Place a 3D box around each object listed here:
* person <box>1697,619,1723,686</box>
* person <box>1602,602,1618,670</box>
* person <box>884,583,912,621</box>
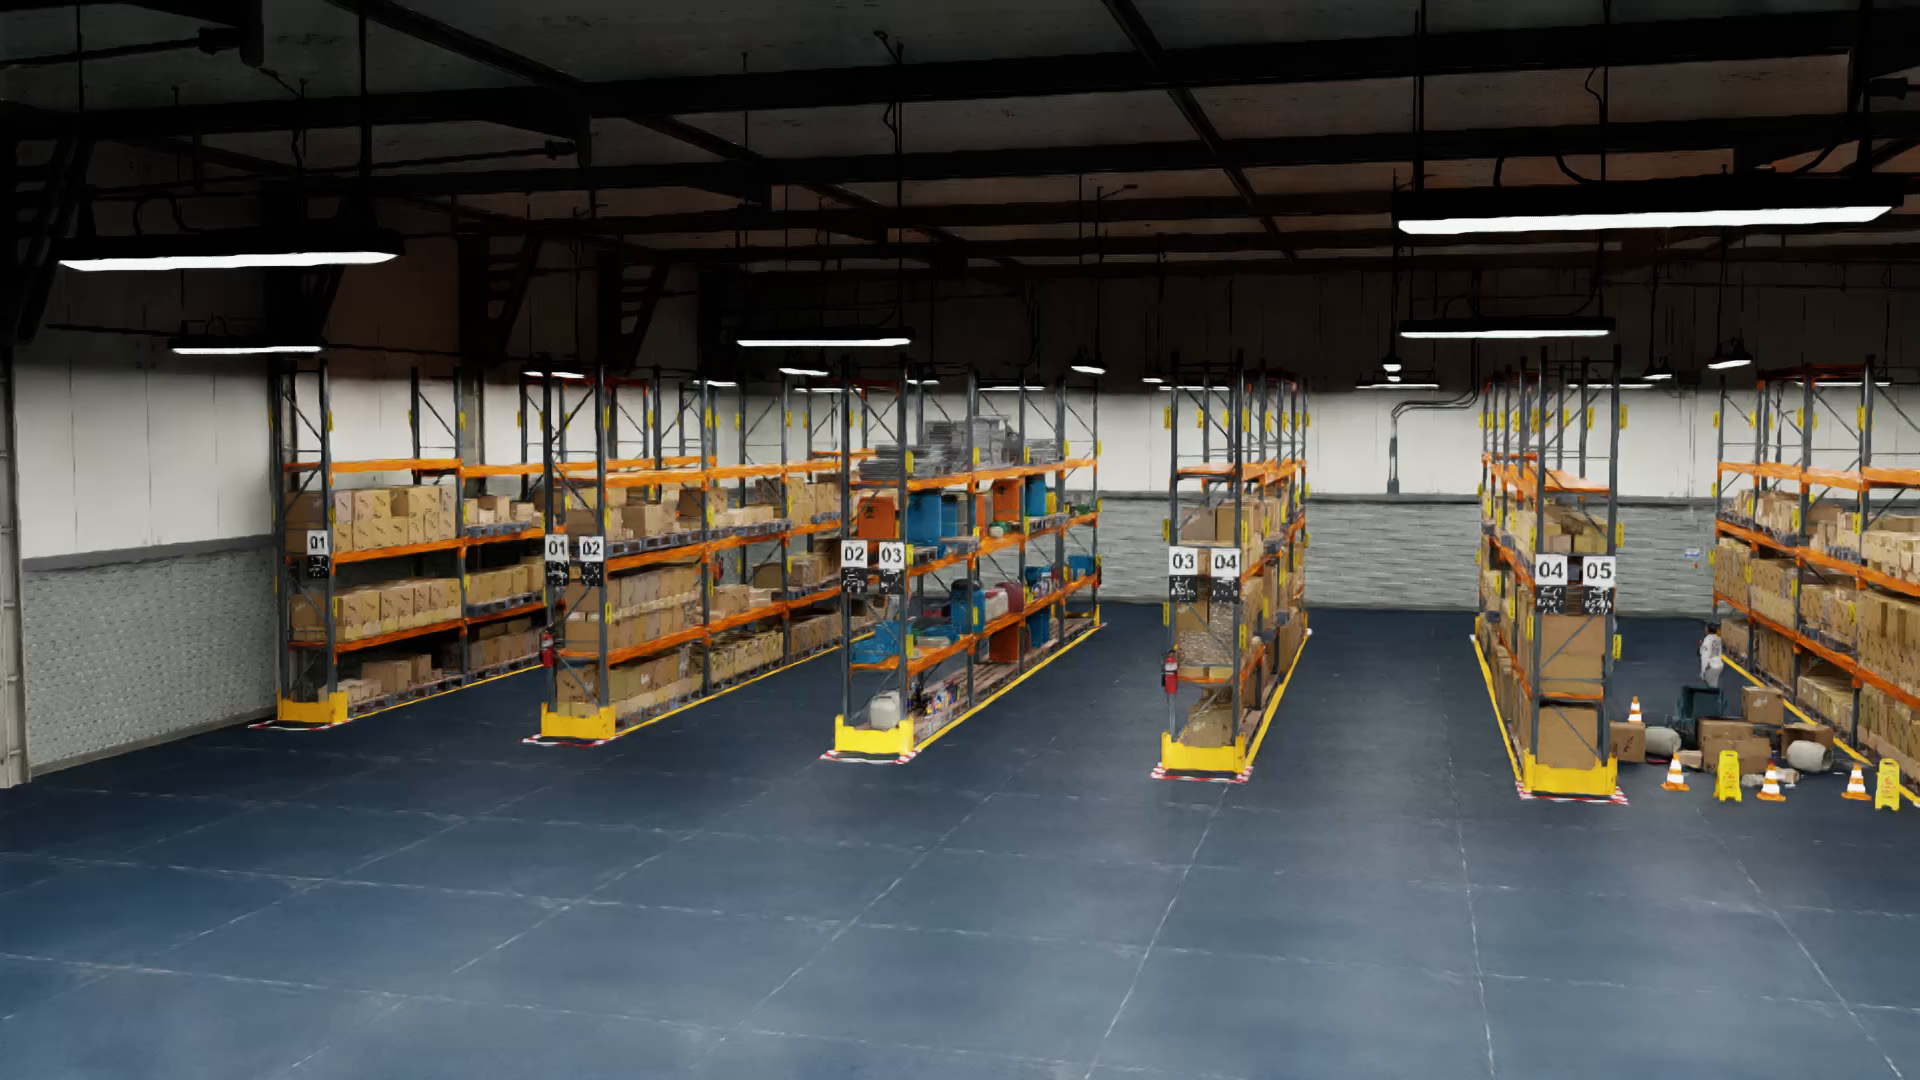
[{"bbox_3d":[12.505,2.161,27.749,0.536,1.665,0.572,4,6,43],"label":"person"},{"bbox_3d":[12.949,1.799,33.325,0.467,1.581,0.454,-4,6,-44],"label":"person"},{"bbox_3d":[-1.430,1.424,37.929,0.682,1.715,0.542,1,4,13],"label":"person"}]
